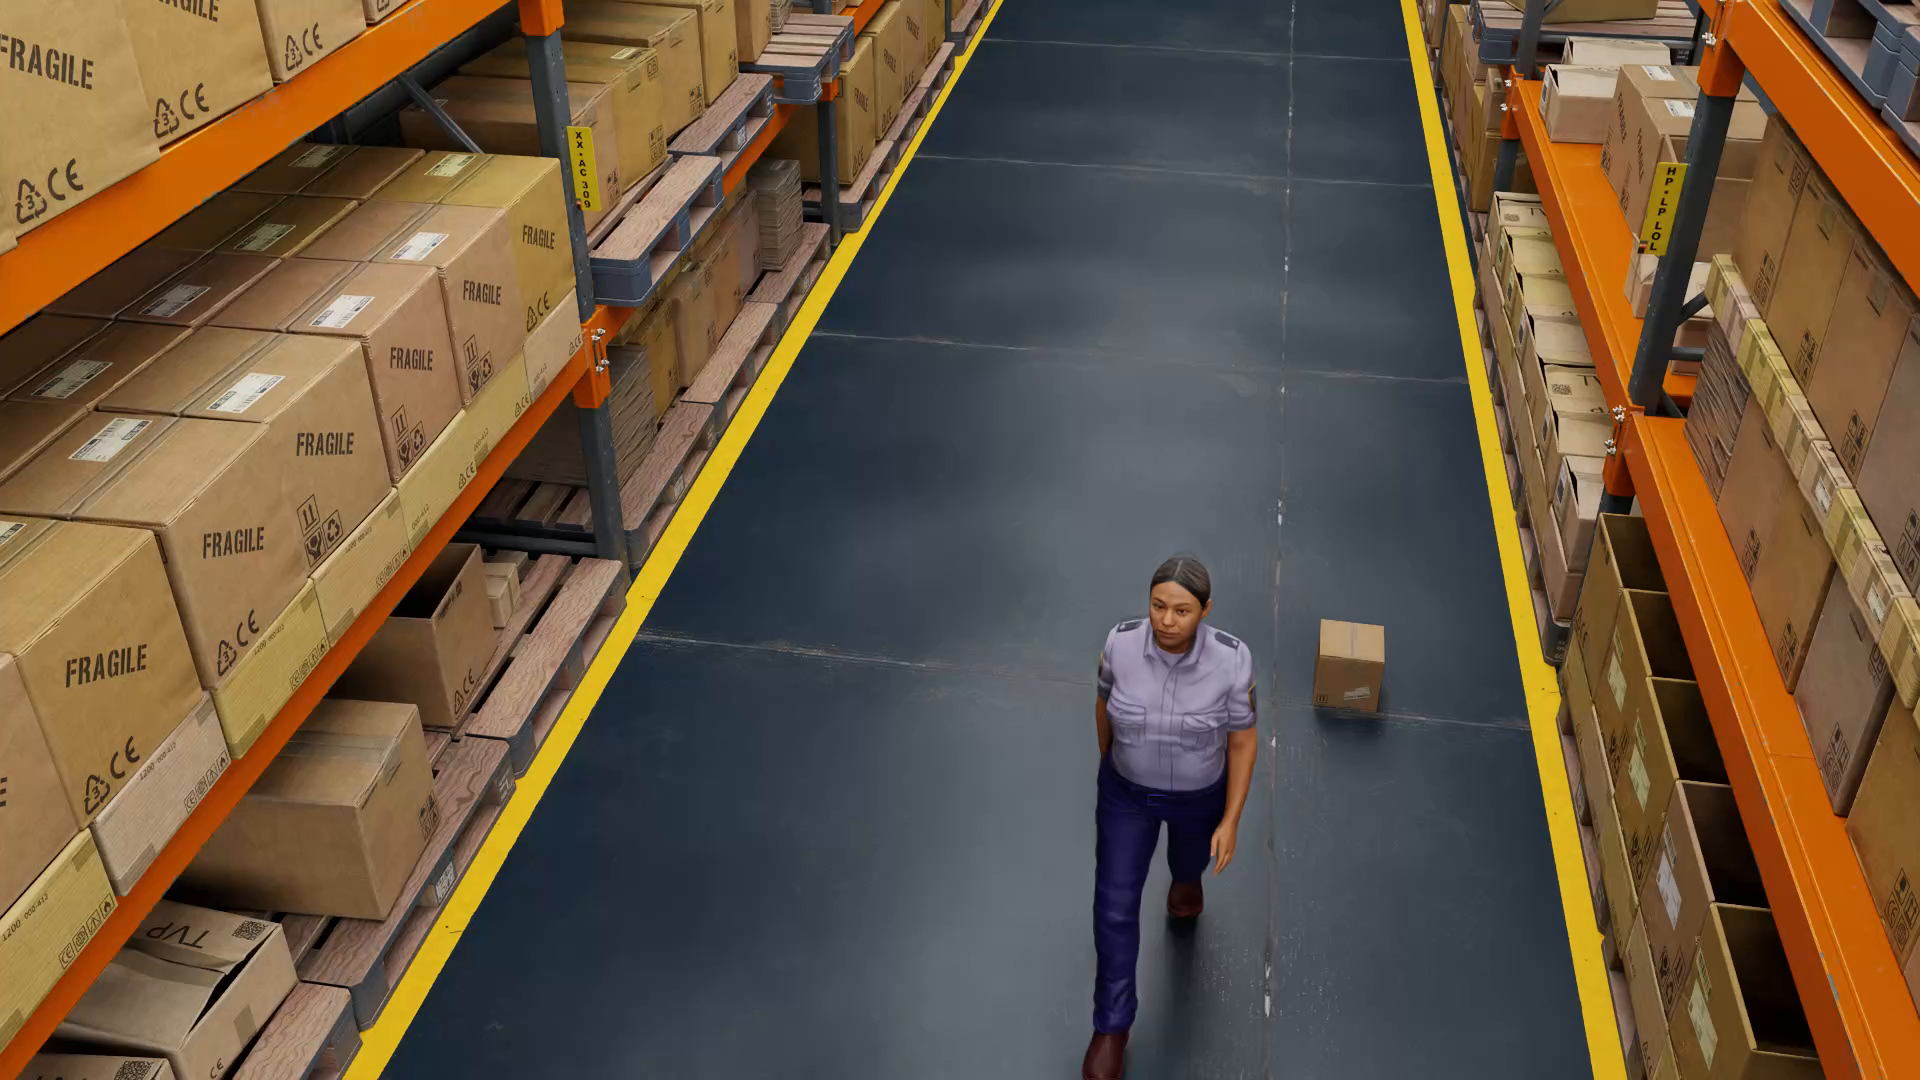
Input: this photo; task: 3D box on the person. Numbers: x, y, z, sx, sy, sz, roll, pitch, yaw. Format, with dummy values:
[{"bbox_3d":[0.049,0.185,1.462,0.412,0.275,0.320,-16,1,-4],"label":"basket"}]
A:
[{"bbox_3d":[0.625,0.751,4.974,0.485,1.591,1.031,6,33,9],"label":"person"}]
